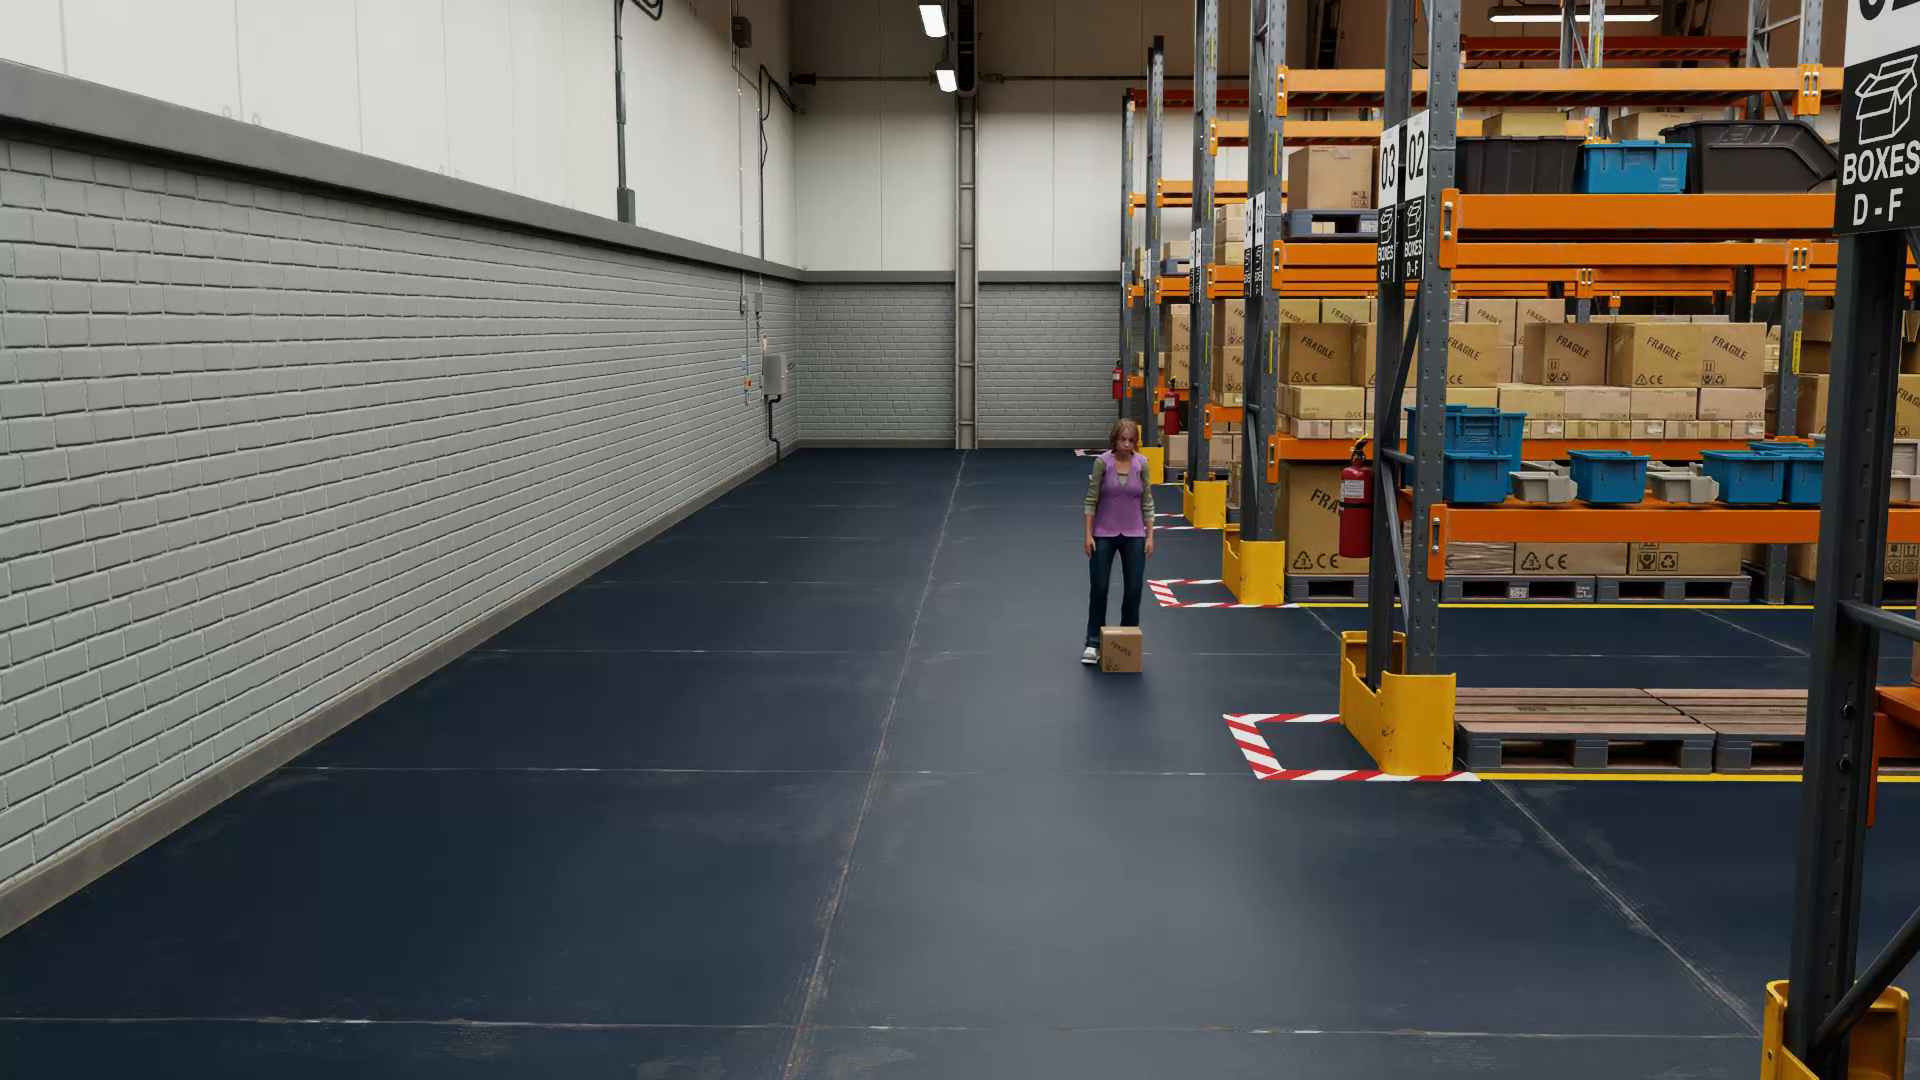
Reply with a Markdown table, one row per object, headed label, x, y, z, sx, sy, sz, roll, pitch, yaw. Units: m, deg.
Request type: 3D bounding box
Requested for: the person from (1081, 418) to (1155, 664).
| label | x | y | z | sx | sy | sz | roll | pitch | yaw |
| --- | --- | --- | --- | --- | --- | --- | --- | --- | --- |
| person | 1.028 | 0.004 | 10.802 | 0.480 | 1.591 | 0.346 | 0 | 7 | -2 |
